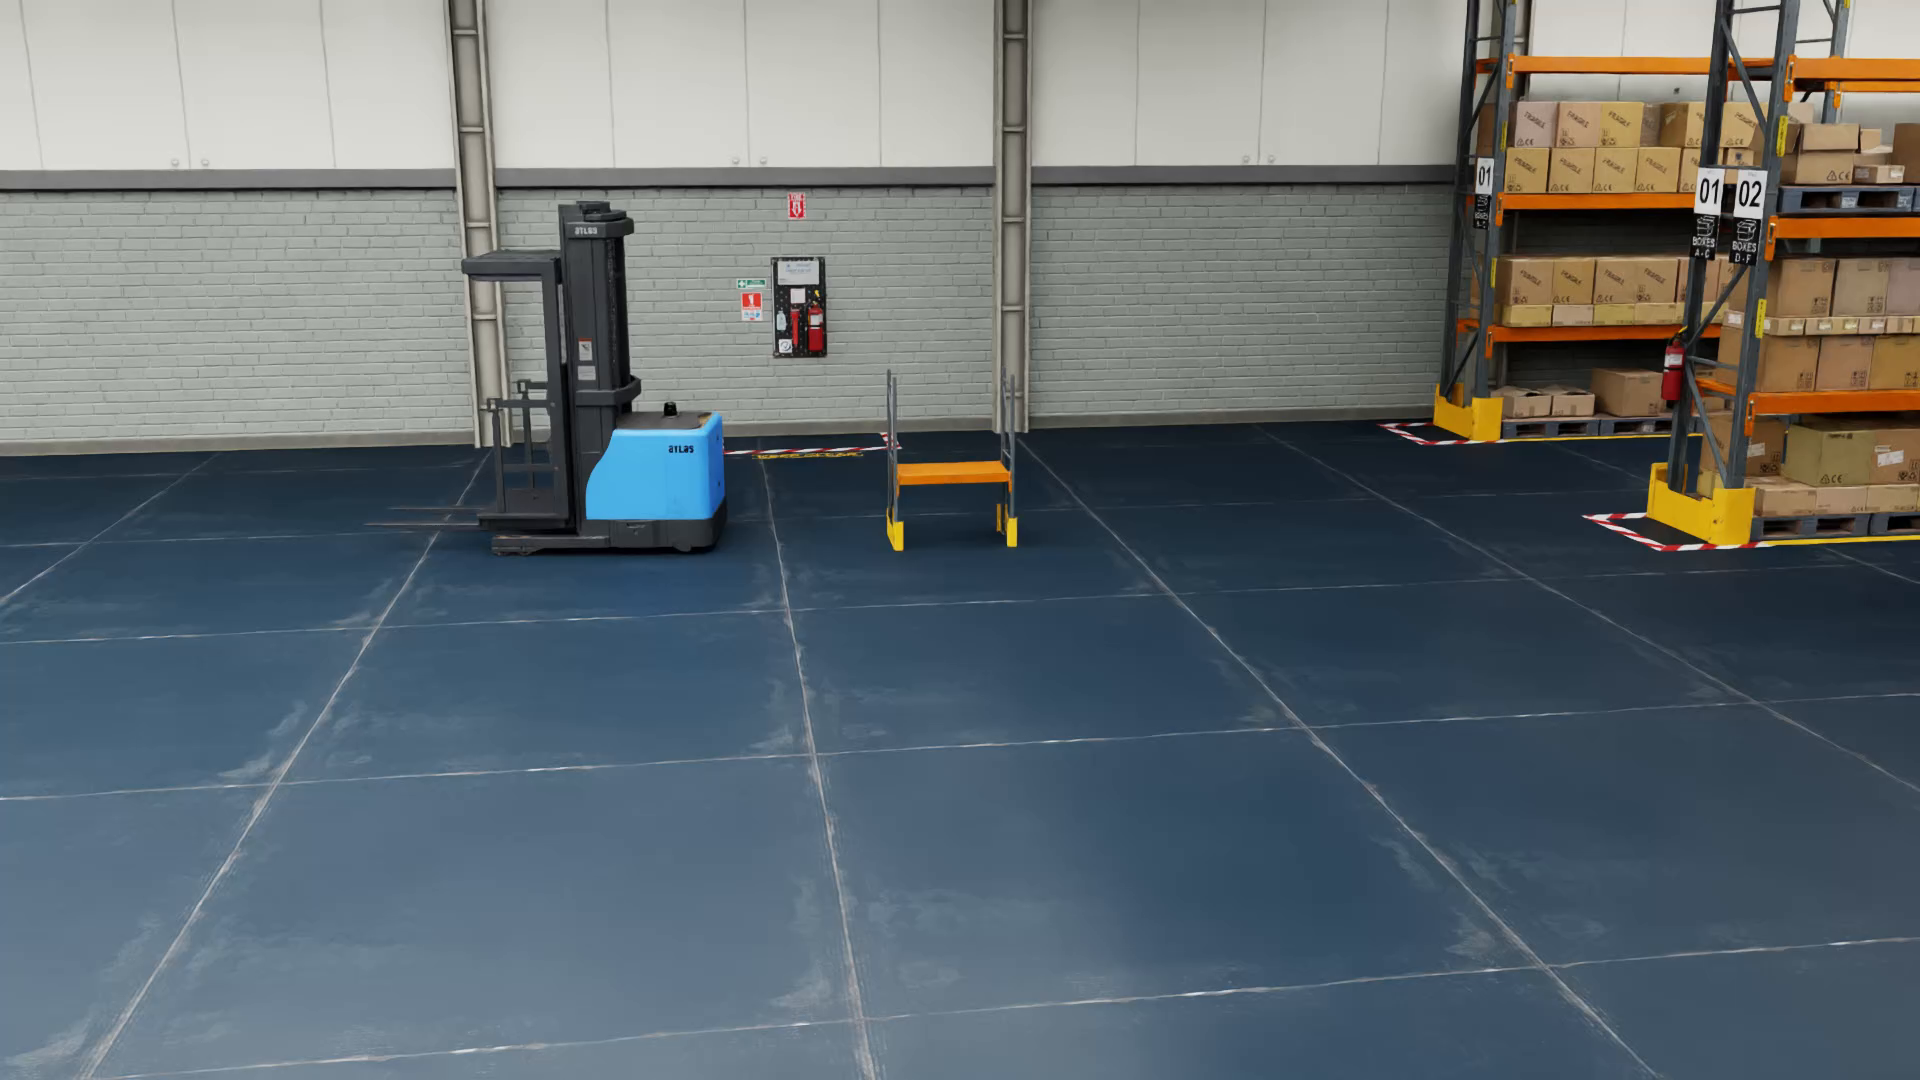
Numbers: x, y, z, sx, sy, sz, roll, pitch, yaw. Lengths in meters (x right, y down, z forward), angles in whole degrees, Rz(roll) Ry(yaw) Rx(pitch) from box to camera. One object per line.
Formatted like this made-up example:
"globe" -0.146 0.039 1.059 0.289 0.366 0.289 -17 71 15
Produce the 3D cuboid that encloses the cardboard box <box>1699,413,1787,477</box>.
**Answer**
"cardboard box" 7.198 -0.878 15.303 0.500 0.500 0.500 -2 14 -8

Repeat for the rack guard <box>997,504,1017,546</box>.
"rack guard" 0.417 -0.137 14.752 0.087 0.250 0.587 -2 14 -8

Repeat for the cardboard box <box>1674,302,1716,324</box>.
"cardboard box" 8.513 -2.698 19.582 0.500 0.250 0.500 -2 14 -9

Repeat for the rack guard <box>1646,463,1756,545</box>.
"rack guard" 6.688 -0.340 15.048 0.348 0.500 1.175 -2 14 -8

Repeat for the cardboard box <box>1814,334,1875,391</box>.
"cardboard box" 7.694 -1.635 14.871 0.500 0.500 0.700 -2 14 -7

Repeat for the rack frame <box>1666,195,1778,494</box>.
"rack frame" 6.712 -1.553 14.748 0.127 3.000 1.000 -2 14 -8

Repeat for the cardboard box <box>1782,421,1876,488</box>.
"cardboard box" 7.769 -0.771 14.878 0.500 0.500 0.500 -2 14 -8

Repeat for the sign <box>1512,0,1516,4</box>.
"sign" 6.051 -6.015 18.125 0.005 0.325 0.100 -2 14 -8

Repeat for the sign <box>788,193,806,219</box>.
"sign" -1.872 -3.828 19.054 0.199 0.298 0.001 -2 14 -8

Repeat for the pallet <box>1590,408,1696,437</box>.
"pallet" 8.057 -1.459 20.105 1.213 0.211 1.003 -2 14 -8

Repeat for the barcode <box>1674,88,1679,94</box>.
"barcode" 8.487 -5.319 19.692 0.075 0.075 0.001 -2 14 -8

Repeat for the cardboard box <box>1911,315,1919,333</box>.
"cardboard box" 8.405 -1.926 14.695 0.250 0.149 0.380 -2 14 -9

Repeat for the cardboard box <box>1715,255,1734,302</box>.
"cardboard box" 9.011 -3.079 19.559 0.500 0.500 0.500 -2 14 -9

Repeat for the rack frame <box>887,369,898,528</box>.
"rack frame" -0.587 -0.706 14.454 0.032 1.500 0.500 -2 14 -8

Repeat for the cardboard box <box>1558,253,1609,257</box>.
"cardboard box" 7.414 -3.149 19.837 0.500 0.500 0.500 -2 14 -10

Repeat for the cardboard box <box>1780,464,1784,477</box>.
"cardboard box" 7.690 -0.534 15.476 0.500 0.250 0.500 -2 14 -8

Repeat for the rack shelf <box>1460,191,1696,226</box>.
"rack shelf" 7.948 -3.923 19.510 4.000 0.370 1.077 -2 14 -8

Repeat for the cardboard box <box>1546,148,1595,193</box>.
"cardboard box" 6.874 -4.220 18.971 0.500 0.500 0.500 -1 14 -5

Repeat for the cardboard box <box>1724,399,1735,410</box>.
"cardboard box" 9.401 -1.702 20.262 0.250 0.166 0.380 -4 15 -16

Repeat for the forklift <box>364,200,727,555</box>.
"forklift" -3.631 -1.420 14.357 3.031 2.935 1.130 0 14 0

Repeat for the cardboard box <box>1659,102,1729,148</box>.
"cardboard box" 8.415 -4.760 19.068 0.500 0.500 0.500 -3 14 -10

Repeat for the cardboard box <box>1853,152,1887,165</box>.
"cardboard box" 7.811 -3.312 14.752 0.500 0.250 0.500 -2 14 -8

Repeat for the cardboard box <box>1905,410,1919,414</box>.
"cardboard box" 9.173 -0.954 15.607 0.500 0.500 0.500 -2 14 -8

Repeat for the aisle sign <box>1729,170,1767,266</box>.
"aisle sign" 6.692 -2.738 14.128 0.004 0.787 0.394 -2 14 -8

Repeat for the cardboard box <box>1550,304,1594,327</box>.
"cardboard box" 7.011 -2.645 19.369 0.500 0.250 0.500 -3 14 -10

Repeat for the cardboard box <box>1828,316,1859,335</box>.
"cardboard box" 7.639 -1.897 14.582 0.250 0.149 0.380 -2 14 -8

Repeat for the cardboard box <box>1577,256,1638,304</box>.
"cardboard box" 7.489 -3.023 19.334 0.500 0.500 0.500 -3 14 -10

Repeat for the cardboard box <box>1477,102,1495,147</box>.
"cardboard box" 6.357 -4.821 19.310 0.500 0.500 0.500 -1 14 -6

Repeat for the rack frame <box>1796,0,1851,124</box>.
"rack frame" 9.925 -5.799 19.347 0.127 3.000 1.000 -2 14 -8

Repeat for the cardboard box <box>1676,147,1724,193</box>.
"cardboard box" 8.418 -4.280 19.210 0.500 0.500 0.500 -3 14 -11

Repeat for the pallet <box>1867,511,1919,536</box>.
"pallet" 8.665 -0.282 15.411 1.213 0.211 1.003 -2 14 -8

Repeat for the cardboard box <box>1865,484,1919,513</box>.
"cardboard box" 8.263 -0.426 15.043 0.500 0.250 0.500 -2 14 -8

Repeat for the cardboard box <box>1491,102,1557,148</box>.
"cardboard box" 6.387 -4.698 18.820 0.500 0.500 0.500 -3 14 -12

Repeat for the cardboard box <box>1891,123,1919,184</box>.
"cardboard box" 8.395 -3.322 14.280 0.500 0.500 0.500 -2 14 -8

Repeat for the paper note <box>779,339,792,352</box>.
"paper note" -2.034 -2.263 19.390 0.142 0.148 0.016 -2 14 -8

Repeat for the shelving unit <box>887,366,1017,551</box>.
"shelving unit" -0.075 -0.725 14.528 1.083 1.500 0.587 -2 14 -8

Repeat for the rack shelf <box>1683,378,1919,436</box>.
"rack shelf" 8.689 -1.276 15.124 4.000 0.370 1.077 -2 14 -8

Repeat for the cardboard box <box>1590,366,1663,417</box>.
"cardboard box" 7.964 -1.784 19.903 0.500 0.500 0.700 -3 14 -12

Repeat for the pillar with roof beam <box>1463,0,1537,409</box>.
"pillar with roof beam" 7.175 -4.852 15.570 0.400 9.000 9.100 -2 14 -8

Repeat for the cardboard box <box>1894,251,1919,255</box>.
"cardboard box" 8.740 -2.303 14.868 0.500 0.500 0.700 -2 14 -8

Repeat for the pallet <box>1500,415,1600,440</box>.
"pallet" 6.854 -1.416 19.932 1.213 0.211 1.003 -2 14 -8

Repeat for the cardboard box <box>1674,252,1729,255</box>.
"cardboard box" 8.917 -3.205 20.062 0.500 0.500 0.500 -2 14 -9

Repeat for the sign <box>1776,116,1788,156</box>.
"sign" 6.788 -3.337 13.734 0.005 0.325 0.100 -2 14 -8

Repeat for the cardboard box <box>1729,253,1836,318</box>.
"cardboard box" 7.227 -2.246 14.641 0.500 0.500 0.700 -2 14 -8
